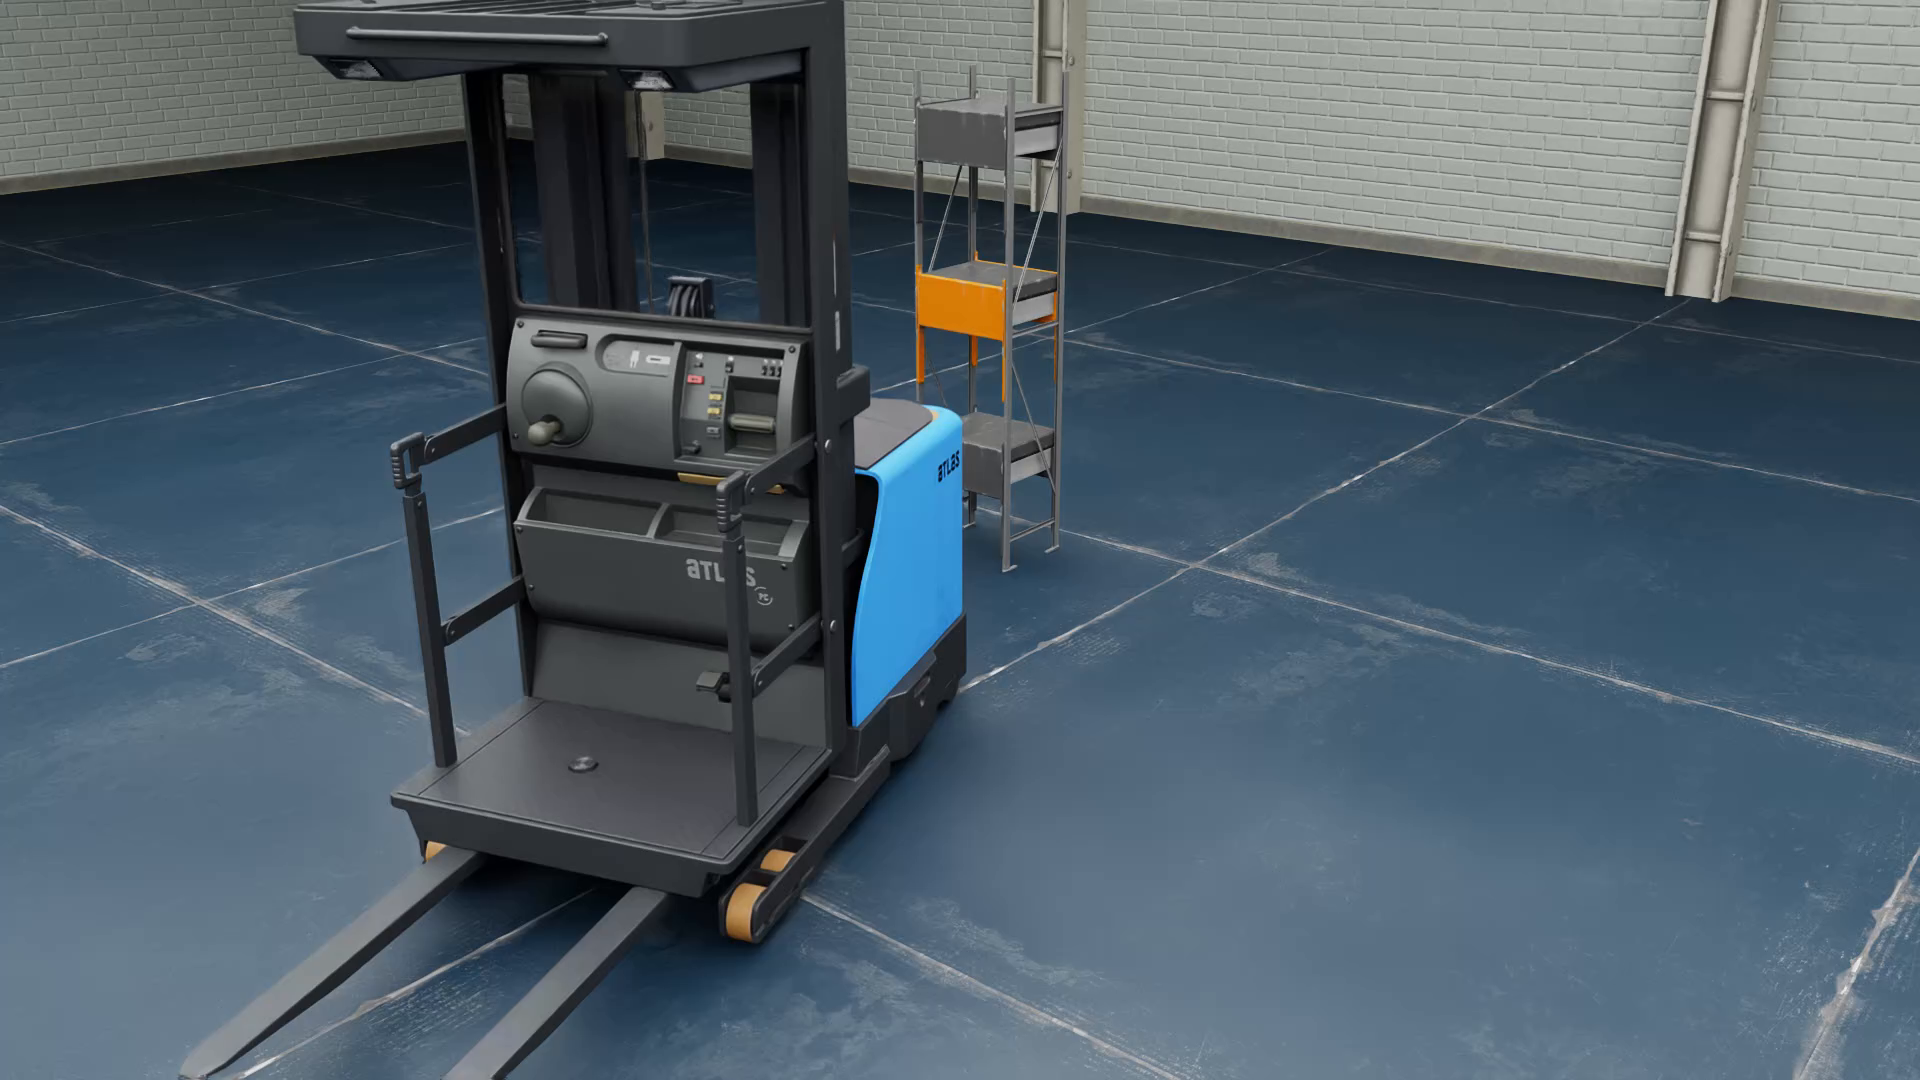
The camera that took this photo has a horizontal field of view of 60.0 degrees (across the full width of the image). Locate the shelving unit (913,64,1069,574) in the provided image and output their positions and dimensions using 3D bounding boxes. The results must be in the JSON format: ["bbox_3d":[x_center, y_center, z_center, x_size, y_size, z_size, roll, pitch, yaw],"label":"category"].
[{"bbox_3d":[0.128,-0.946,7.200,0.503,2.100,0.431,16,26,36],"label":"shelving unit"}]

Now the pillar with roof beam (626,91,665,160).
[{"bbox_3d":[-6.441,-7.560,14.963,0.400,9.000,9.100,16,26,36],"label":"pillar with roof beam"}]

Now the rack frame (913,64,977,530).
[{"bbox_3d":[-0.061,-1.000,7.344,0.015,2.100,0.400,16,26,36],"label":"rack frame"}]

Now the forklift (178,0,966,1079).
[{"bbox_3d":[-0.959,-0.404,4.585,1.130,2.935,3.031,7,22,19],"label":"forklift"}]

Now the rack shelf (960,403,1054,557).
[{"bbox_3d":[0.128,-0.278,7.452,0.480,0.518,0.431,16,26,36],"label":"rack shelf"}]

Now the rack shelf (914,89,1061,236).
[{"bbox_3d":[0.128,-1.588,6.958,0.480,0.518,0.431,16,26,36],"label":"rack shelf"}]

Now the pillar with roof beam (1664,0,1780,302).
[{"bbox_3d":[2.856,-4.883,7.864,0.400,9.000,9.100,16,26,36],"label":"pillar with roof beam"}]

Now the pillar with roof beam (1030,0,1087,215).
[{"bbox_3d":[-1.792,-6.222,11.414,0.400,9.000,9.100,16,26,36],"label":"pillar with roof beam"}]

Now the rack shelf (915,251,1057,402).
[{"bbox_3d":[0.128,-0.933,7.205,0.480,0.518,0.431,16,26,36],"label":"rack shelf"}]

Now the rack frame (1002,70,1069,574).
[{"bbox_3d":[0.317,-0.891,7.055,0.015,2.100,0.400,16,26,36],"label":"rack frame"}]
